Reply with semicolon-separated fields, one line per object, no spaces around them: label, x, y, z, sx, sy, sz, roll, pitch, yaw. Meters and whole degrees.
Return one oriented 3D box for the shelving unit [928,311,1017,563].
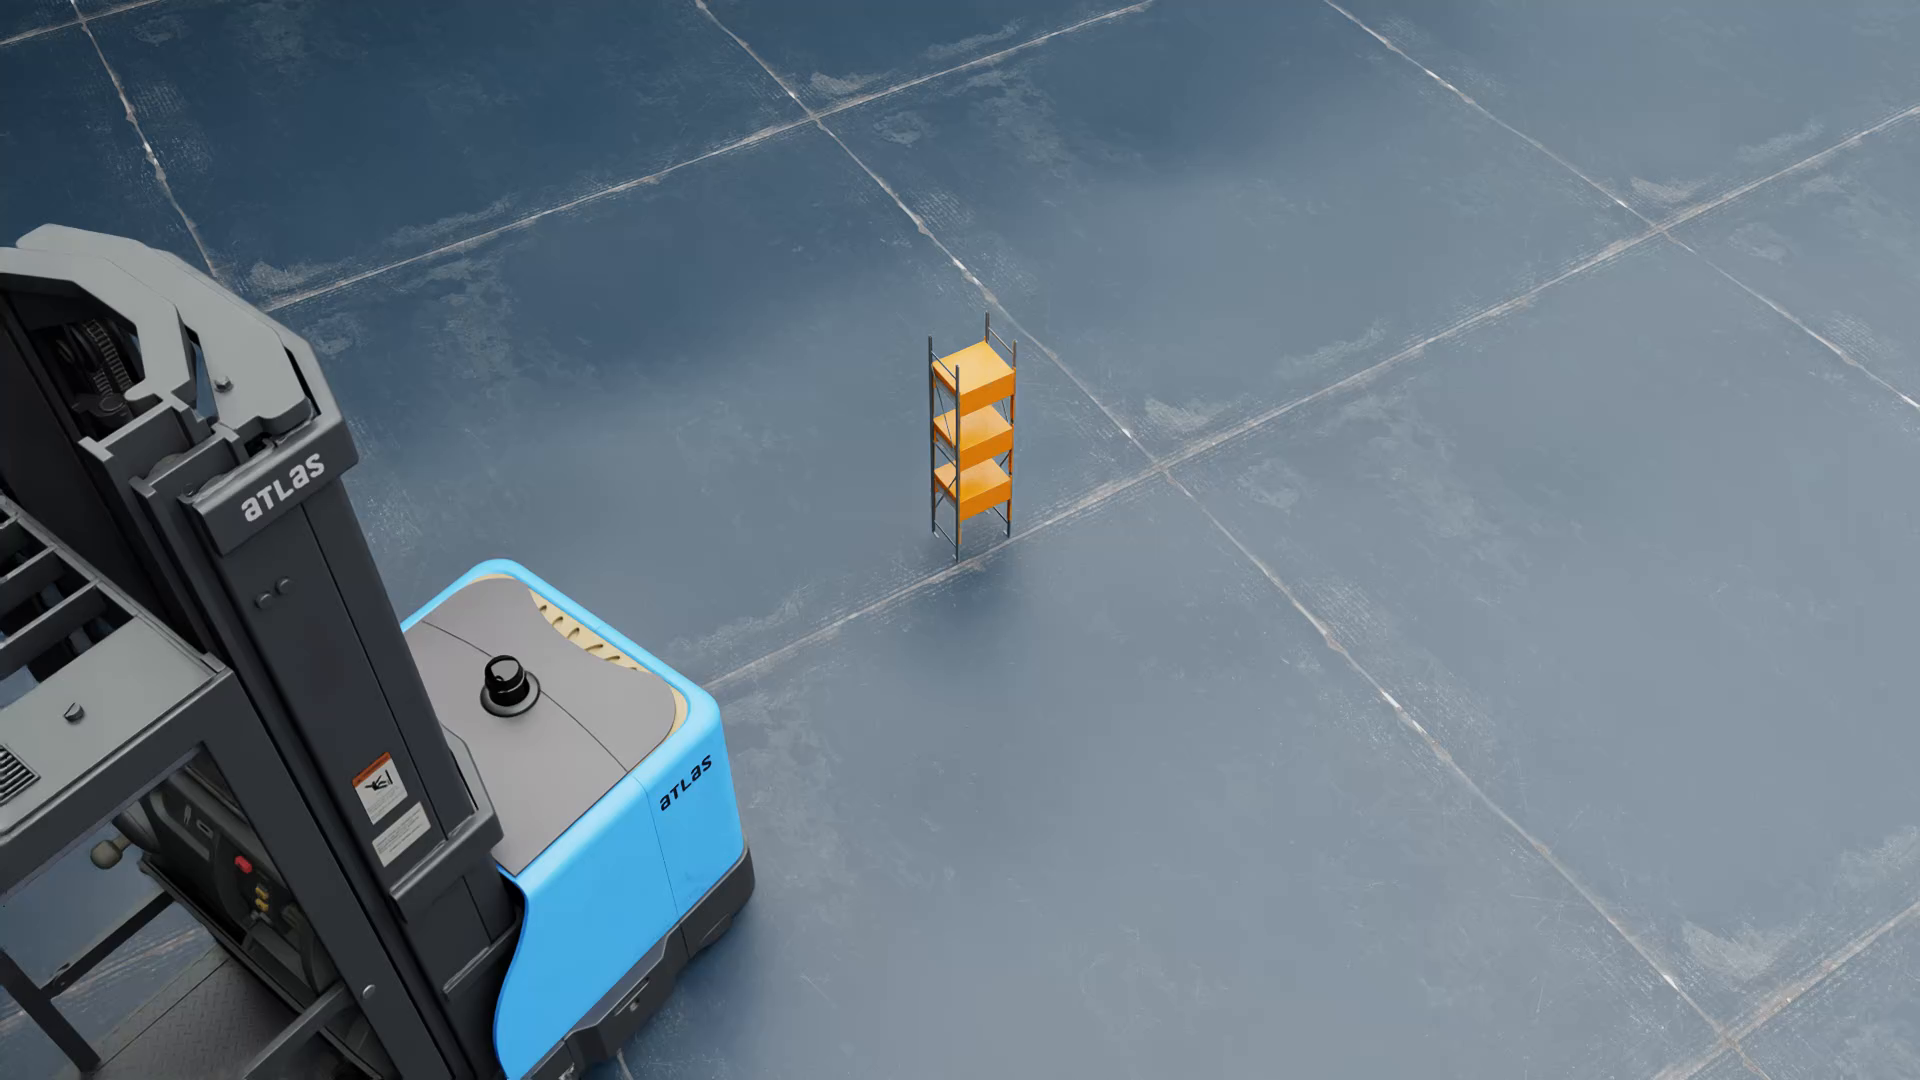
shelving unit;0.045;-0.370;6.322;0.252;1.050;0.215;-25;53;-21

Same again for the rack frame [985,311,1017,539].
rack frame;0.148;-0.419;6.366;0.008;1.050;0.200;-25;53;-21

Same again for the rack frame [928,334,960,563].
rack frame;-0.058;-0.322;6.279;0.008;1.050;0.200;-25;53;-21

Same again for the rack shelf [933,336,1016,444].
rack shelf;0.045;-0.552;6.118;0.240;0.259;0.215;-25;53;-21

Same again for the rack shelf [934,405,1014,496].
rack shelf;0.045;-0.363;6.330;0.240;0.259;0.215;-25;53;-21

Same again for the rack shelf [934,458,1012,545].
rack shelf;0.045;-0.179;6.538;0.240;0.259;0.215;-25;53;-21

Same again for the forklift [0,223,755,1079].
forklift;-1.989;0.863;3.964;1.130;2.935;3.031;30;55;24
